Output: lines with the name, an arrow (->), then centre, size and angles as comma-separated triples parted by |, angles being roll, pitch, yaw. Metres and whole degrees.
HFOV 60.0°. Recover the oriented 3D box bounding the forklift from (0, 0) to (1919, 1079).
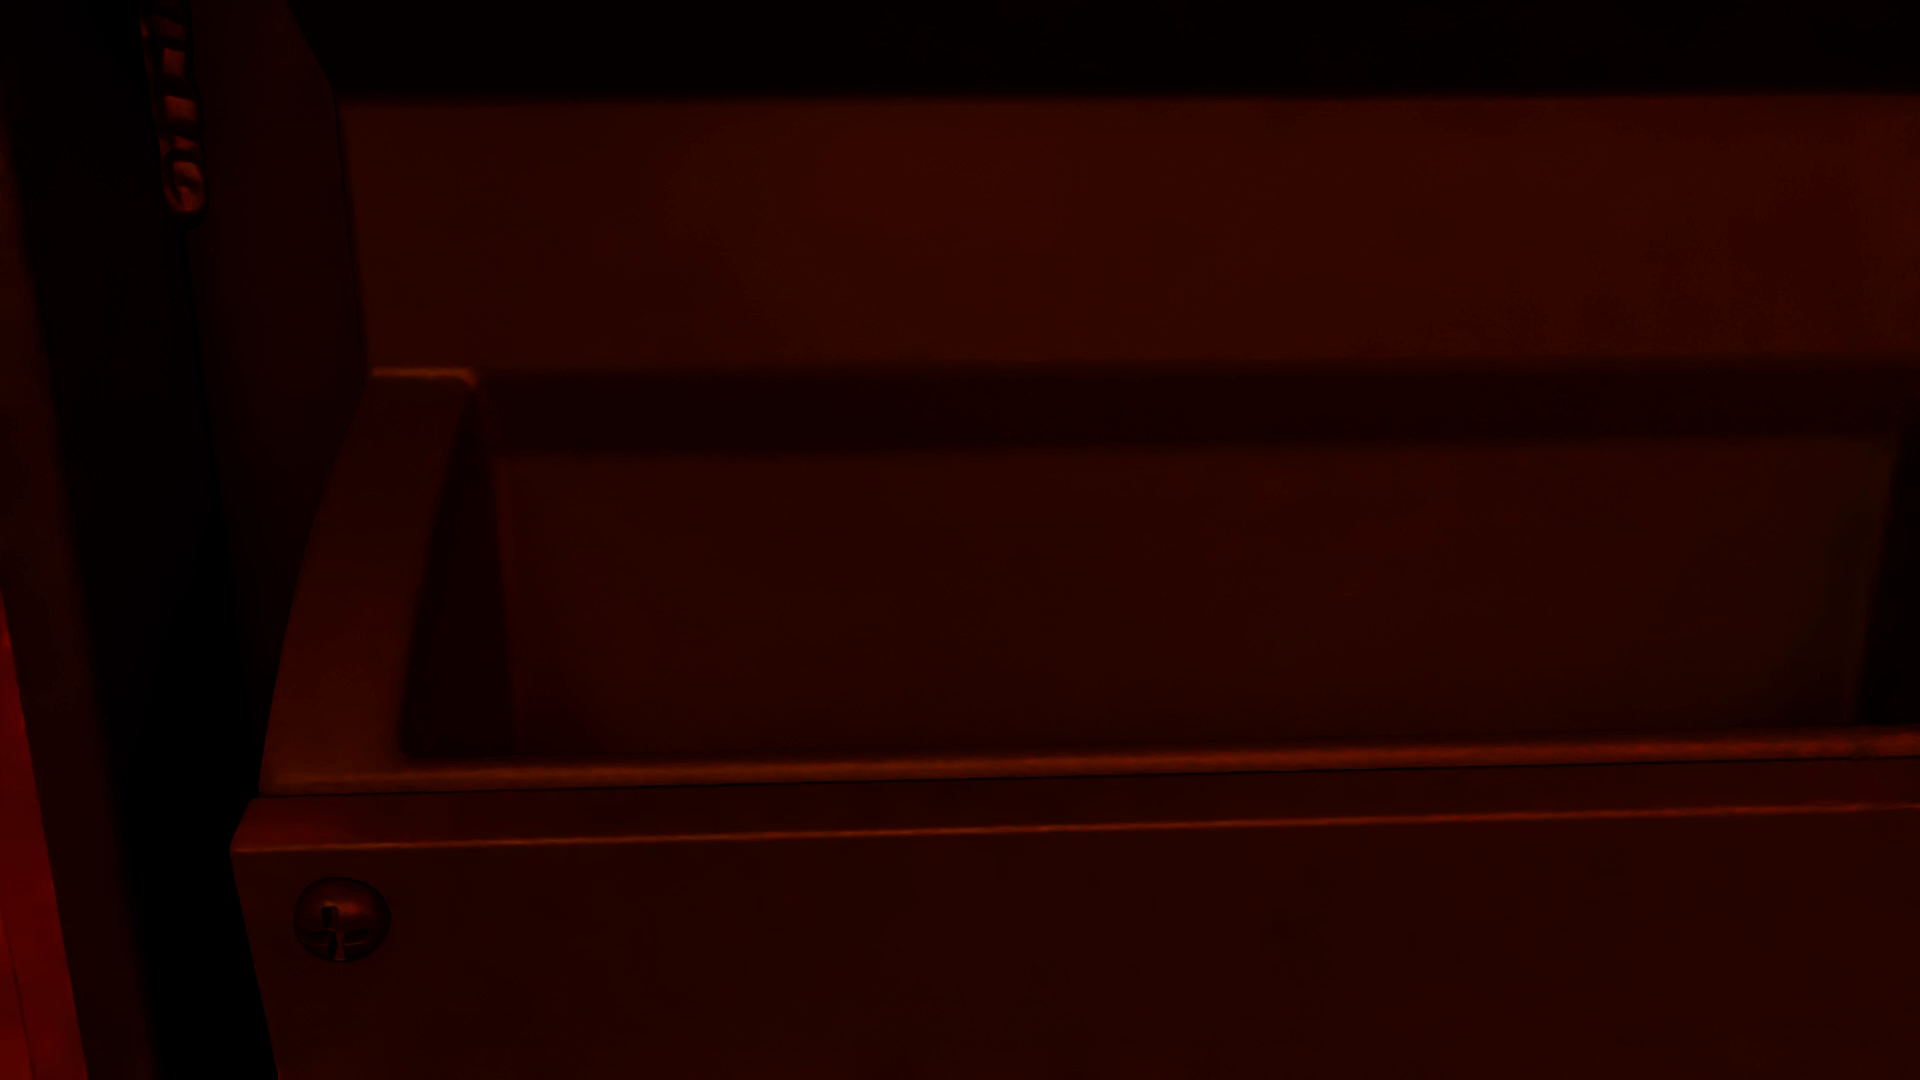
forklift -> 0.318, -0.367, 0.108 | 1.130, 2.935, 3.031 | -1, 17, -3
